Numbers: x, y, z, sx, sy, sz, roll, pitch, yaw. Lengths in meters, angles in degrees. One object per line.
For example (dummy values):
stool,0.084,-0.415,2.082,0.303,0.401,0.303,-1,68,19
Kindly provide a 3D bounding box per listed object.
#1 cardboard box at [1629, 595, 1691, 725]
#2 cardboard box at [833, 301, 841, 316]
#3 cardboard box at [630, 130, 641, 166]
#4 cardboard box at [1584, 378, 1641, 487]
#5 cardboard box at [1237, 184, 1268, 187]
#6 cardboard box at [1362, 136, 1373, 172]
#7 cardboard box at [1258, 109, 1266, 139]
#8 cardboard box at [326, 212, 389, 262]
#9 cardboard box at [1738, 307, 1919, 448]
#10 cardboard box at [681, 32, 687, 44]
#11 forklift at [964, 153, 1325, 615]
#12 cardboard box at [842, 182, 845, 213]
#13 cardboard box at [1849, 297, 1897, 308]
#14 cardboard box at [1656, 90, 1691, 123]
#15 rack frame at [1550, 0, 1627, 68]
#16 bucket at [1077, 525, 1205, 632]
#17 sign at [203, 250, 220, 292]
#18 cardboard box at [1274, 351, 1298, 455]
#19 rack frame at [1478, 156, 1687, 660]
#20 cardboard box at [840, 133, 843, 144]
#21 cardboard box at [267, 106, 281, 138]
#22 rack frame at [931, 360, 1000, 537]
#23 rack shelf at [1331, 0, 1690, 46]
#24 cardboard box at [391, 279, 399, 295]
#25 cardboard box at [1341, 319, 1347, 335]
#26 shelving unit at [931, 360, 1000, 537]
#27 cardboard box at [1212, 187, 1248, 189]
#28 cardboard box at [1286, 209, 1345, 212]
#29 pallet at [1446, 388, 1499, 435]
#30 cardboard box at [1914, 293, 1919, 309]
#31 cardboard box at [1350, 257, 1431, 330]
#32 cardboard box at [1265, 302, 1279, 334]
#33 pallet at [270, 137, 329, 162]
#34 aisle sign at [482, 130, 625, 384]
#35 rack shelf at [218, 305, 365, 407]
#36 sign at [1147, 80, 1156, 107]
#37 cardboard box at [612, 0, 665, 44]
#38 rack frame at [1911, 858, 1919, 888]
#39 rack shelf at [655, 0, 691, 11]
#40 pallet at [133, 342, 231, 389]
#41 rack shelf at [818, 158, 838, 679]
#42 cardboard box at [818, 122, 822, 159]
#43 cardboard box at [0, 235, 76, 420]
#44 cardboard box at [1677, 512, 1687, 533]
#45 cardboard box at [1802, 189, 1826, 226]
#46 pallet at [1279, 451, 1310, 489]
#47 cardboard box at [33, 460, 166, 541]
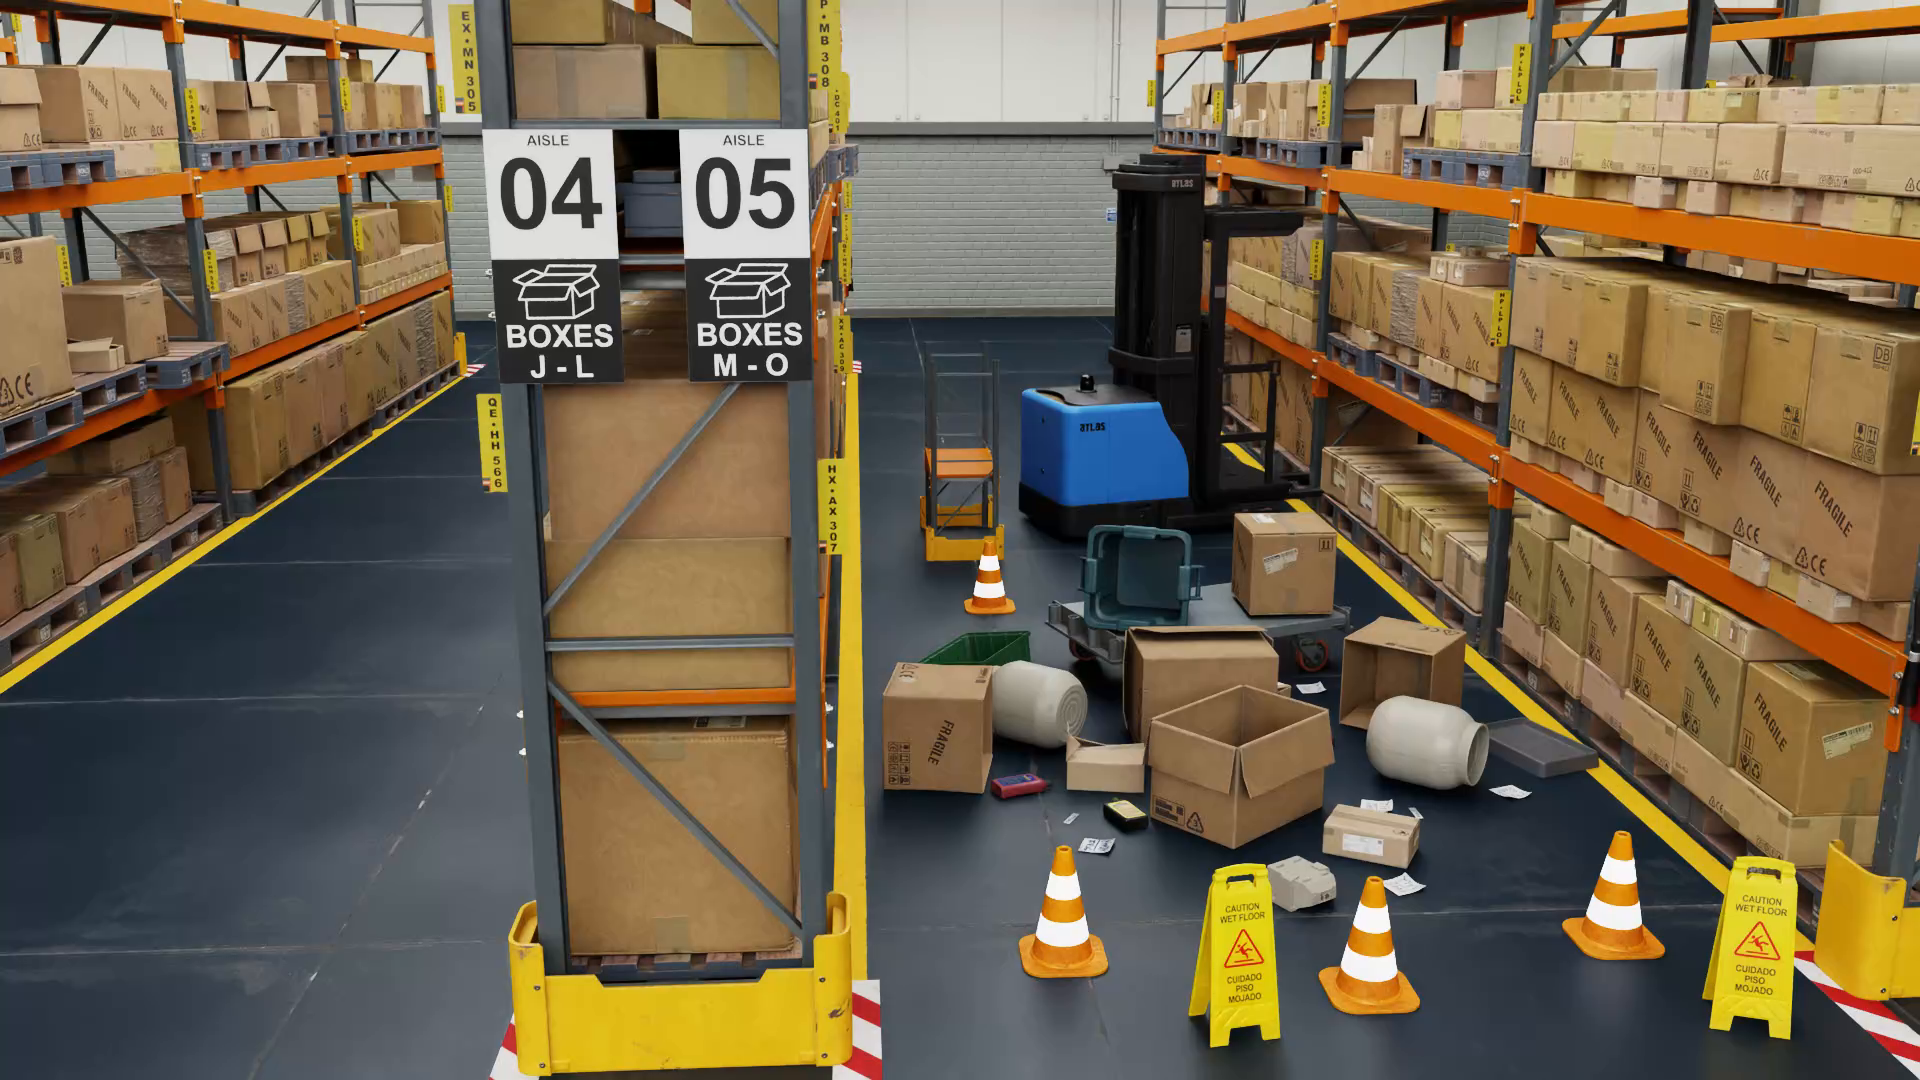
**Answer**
cardboard box,3.589,0.567,7.973,0.500,0.500,0.500,-1,14,-5
cardboard box,-1.176,-1.576,12.931,0.500,0.500,0.500,-1,14,-3
cardboard box,-1.366,-1.433,6.015,0.380,0.149,0.250,-1,14,-3
cardboard box,3.532,-0.571,8.429,0.500,0.500,0.500,-1,14,-4
cardboard box,3.325,-3.978,18.958,0.380,0.149,0.250,-1,14,-4
cardboard box,3.328,-2.980,12.839,0.396,0.266,0.258,-1,14,-3
cardboard box,2.979,-3.863,15.427,0.396,0.266,0.258,0,14,1
cardboard box,-6.473,-3.259,17.872,0.500,0.500,0.500,-1,14,-3
cardboard box,3.685,-0.674,6.821,0.700,0.500,0.500,-1,14,-3
cardboard box,-1.492,-2.324,7.881,0.380,0.149,0.250,-1,14,-4
forklift,1.690,-1.385,12.526,4.336,2.935,2.622,-5,15,-19
cardboard box,-1.618,-3.937,19.502,0.500,0.500,0.500,0,14,-1
cardboard box,7.993,-2.054,14.650,0.380,0.149,0.250,-1,14,-2
cardboard box,3.540,-2.053,7.869,0.380,0.149,0.250,-1,14,-4
rack frame,7.921,-6.709,21.044,1.000,3.000,0.127,-1,14,-3
bucket,1.086,0.207,9.722,0.726,0.611,0.620,4,5,16
sign,-5.887,-2.117,13.070,0.100,0.325,0.005,-1,14,-3
cardboard box,3.452,-1.306,15.505,0.875,0.875,0.875,-1,14,-3
rack frame,3.711,-0.742,9.891,1.000,3.000,0.127,-1,14,-3
cardboard box,-1.484,-4.129,17.337,0.500,0.250,0.500,0,14,-1
cardboard box,-6.698,-3.917,15.548,0.500,0.311,0.500,-1,14,-5
rack frame,0.037,-0.579,12.266,0.500,1.500,0.032,-1,14,-3
rack shelf,3.587,-3.603,11.216,1.077,0.370,4.000,-1,14,-3
cardboard box,-6.430,-2.796,18.376,0.380,0.149,0.250,-1,14,-4
cardboard box,3.297,-1.735,13.411,0.380,0.149,0.250,-2,15,-7
shelving unit,0.007,-0.697,12.726,0.500,1.500,0.985,-1,14,-3
cardboard box,2.965,-3.780,18.187,0.380,0.149,0.250,-1,14,-3
cardboard box,3.533,-3.029,16.570,0.500,0.500,0.500,-1,14,-2
pallet,3.808,-0.842,10.662,1.003,0.211,1.213,-1,14,-3
cardboard box,8.175,-1.869,13.570,0.500,0.250,0.500,-1,14,-3
cardboard box,3.299,-1.888,12.703,0.500,0.500,0.500,0,14,-1
cardboard box,3.110,-2.038,15.230,0.500,0.250,0.500,-1,14,-4
pallet,-6.570,-3.711,15.796,0.805,0.209,1.217,-1,15,-6
aisle sign,-1.271,-0.883,5.219,0.394,0.787,0.004,-1,14,-3
rack shelf,-6.552,-1.733,15.186,1.077,0.370,4.000,-1,14,-3
sign,2.413,-5.634,20.970,0.100,0.325,0.005,-1,14,-3
cardboard box,-1.390,-1.914,6.287,0.388,0.149,1.526,-1,14,-3
rack frame,3.962,0.253,6.025,0.949,2.616,0.053,-1,14,-3
rack shelf,-1.348,-3.501,10.821,1.077,0.370,4.000,-1,14,-3
pallet,-6.278,-1.315,12.504,1.213,0.211,1.003,-1,14,-3
rack shelf,-8.787,-1.028,11.002,15.905,3.000,4.168,-1,14,-3
cardboard box,-0.740,-1.570,6.549,0.380,0.149,0.250,-1,14,-3
cardboard box,-6.134,-1.102,9.663,1.134,1.210,1.638,-1,14,-3
cardboard box,3.647,-0.096,7.883,0.380,0.149,0.250,-1,14,-3
cardboard box,3.677,-1.355,6.756,0.380,0.149,0.250,-1,14,-3
pallet,3.489,-0.584,14.871,1.003,0.211,1.213,-1,14,-3
cardboard box,-6.320,-0.282,12.238,0.700,0.500,0.500,-2,15,-8
